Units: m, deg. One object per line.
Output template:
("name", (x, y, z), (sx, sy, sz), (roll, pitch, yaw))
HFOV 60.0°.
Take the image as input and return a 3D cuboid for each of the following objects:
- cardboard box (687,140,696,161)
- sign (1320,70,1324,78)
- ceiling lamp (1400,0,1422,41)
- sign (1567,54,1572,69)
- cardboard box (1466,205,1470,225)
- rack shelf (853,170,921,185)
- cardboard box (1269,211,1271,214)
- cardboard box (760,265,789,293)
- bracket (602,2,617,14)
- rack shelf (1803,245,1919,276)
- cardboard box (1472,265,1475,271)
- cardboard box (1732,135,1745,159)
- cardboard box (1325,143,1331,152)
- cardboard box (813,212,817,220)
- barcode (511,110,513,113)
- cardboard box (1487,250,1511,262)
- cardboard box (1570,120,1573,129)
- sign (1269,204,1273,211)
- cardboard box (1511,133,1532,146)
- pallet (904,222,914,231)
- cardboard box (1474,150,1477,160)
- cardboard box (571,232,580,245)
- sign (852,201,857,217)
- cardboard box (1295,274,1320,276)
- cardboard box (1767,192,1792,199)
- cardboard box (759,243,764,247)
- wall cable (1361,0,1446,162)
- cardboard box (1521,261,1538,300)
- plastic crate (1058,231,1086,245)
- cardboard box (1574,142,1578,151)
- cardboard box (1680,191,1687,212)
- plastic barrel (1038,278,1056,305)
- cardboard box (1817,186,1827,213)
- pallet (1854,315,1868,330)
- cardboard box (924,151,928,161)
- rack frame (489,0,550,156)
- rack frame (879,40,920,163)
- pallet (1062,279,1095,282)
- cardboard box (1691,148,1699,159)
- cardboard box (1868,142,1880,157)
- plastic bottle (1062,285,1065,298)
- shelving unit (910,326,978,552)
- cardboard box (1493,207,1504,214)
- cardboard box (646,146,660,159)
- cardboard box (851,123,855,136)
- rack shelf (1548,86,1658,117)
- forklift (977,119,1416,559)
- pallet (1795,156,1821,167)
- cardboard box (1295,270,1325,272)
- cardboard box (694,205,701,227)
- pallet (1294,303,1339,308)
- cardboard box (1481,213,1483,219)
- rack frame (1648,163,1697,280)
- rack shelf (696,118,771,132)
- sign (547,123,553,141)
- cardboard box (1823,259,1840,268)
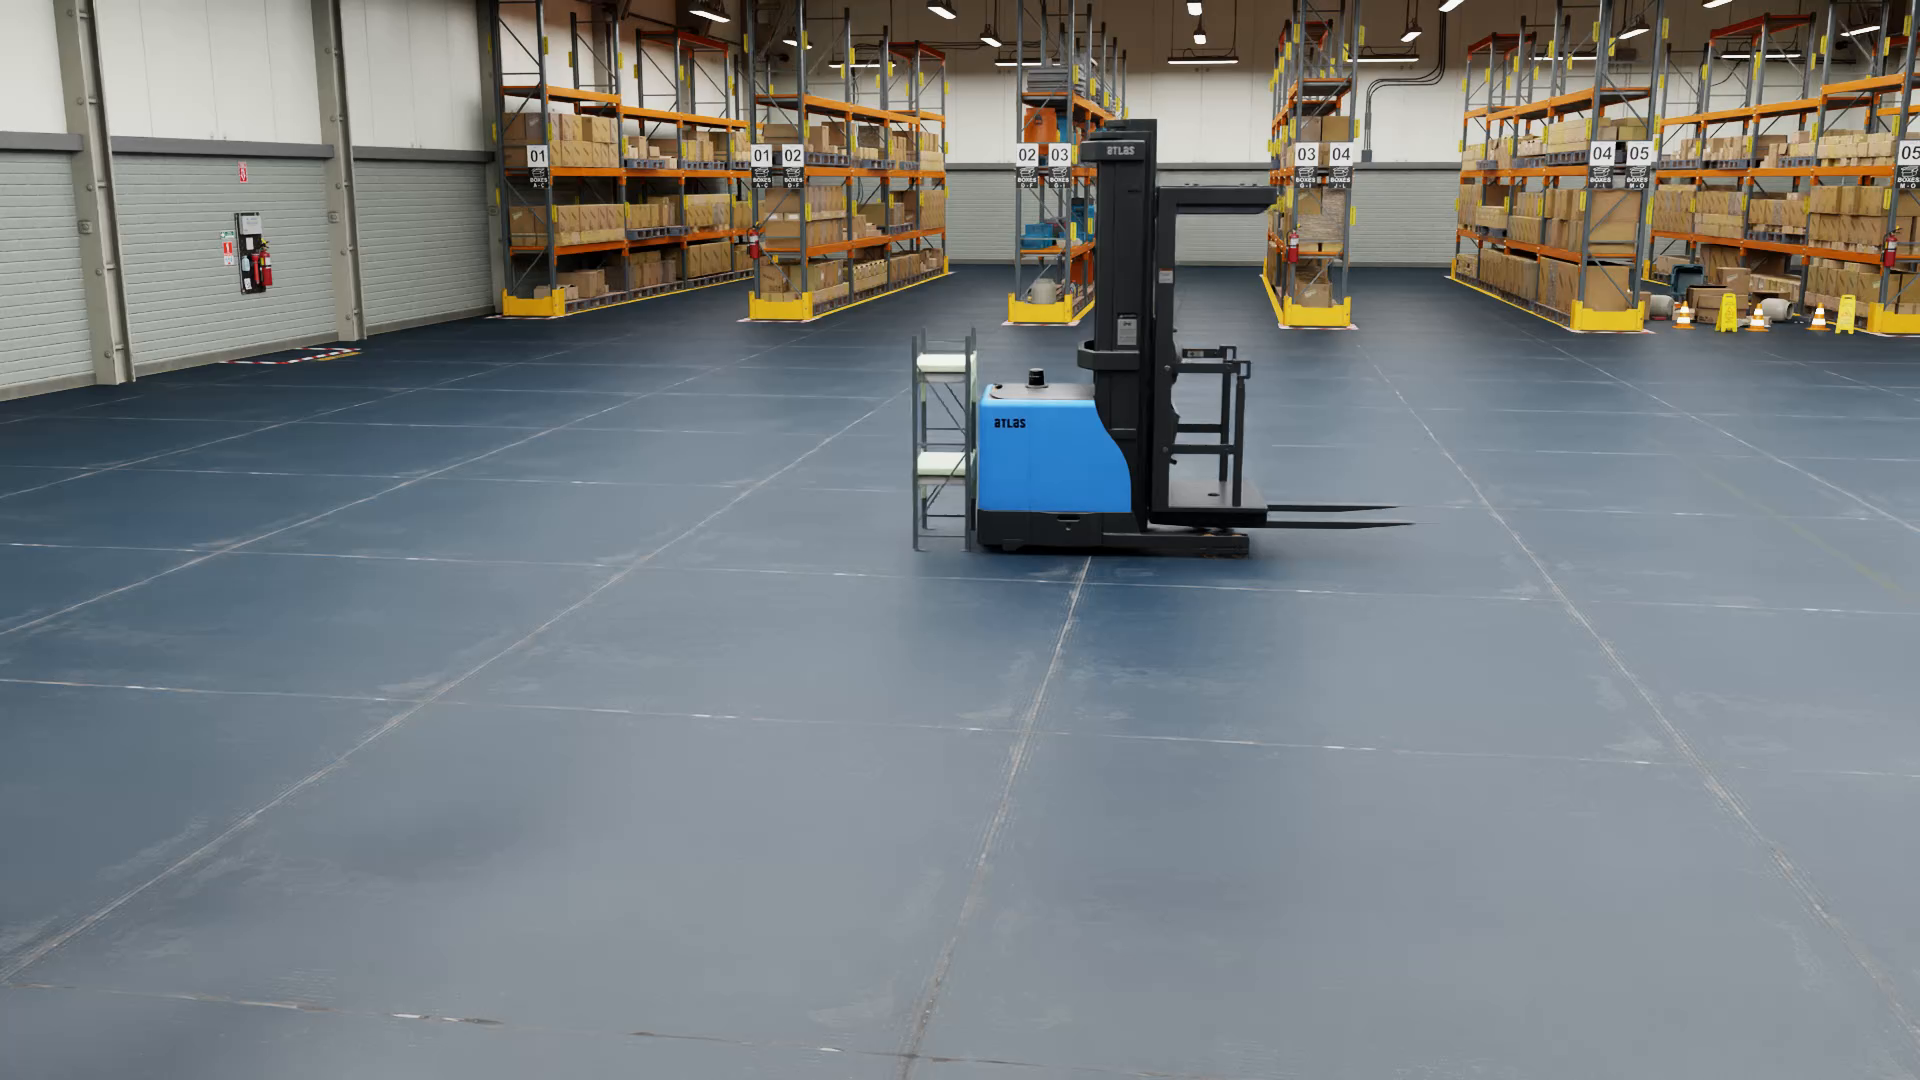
("cardboard box", (-6.894, -9.540, 40.739), (0.700, 0.500, 0.500), (3, 12, 12))
("sign", (8.797, -11.244, 40.403), (0.100, 0.325, 0.005), (2, 12, 9))
("ceiling lamp", (10.854, -13.354, 38.744), (0.800, 3.185, 2.000), (2, 12, 9))
("sign", (13.078, -10.266, 35.678), (0.100, 0.325, 0.005), (2, 12, 9))
("cardboard box", (13.200, -8.272, 42.313), (0.500, 0.500, 0.500), (2, 12, 7))
("rack shelf", (-1.837, -8.851, 40.533), (1.077, 0.370, 4.000), (2, 12, 9))
("cardboard box", (8.383, -8.799, 43.574), (0.500, 0.500, 0.500), (2, 12, 7))
("cardboard box", (-3.586, -5.004, 31.843), (0.500, 0.500, 0.500), (2, 12, 9))
("bracket", (-7.807, -11.832, 36.991), (0.235, 0.232, 0.430), (2, 12, 9))
("rack shelf", (16.513, -5.077, 30.138), (1.077, 0.370, 4.000), (2, 12, 9))
("cardboard box", (12.908, -6.739, 41.209), (0.380, 0.149, 0.250), (1, 12, 6))
("cardboard box", (17.400, -8.610, 36.472), (0.700, 0.500, 0.500), (1, 12, 6))
("cardboard box", (6.684, -6.971, 29.510), (0.380, 0.149, 0.250), (2, 12, 8))
("cardboard box", (-2.983, -6.255, 32.121), (0.380, 0.149, 0.250), (2, 12, 8))
("barcode", (-8.655, -8.276, 32.121), (0.001, 0.075, 0.075), (2, 12, 9))
("cardboard box", (12.607, -6.637, 38.828), (0.500, 0.250, 0.500), (2, 12, 11))
("cardboard box", (11.211, -7.485, 29.954), (0.380, 0.149, 0.250), (2, 12, 8))
("sign", (7.710, -8.311, 41.194), (0.100, 0.325, 0.005), (2, 12, 9))
("cardboard box", (12.335, -8.799, 36.527), (0.396, 0.266, 0.258), (2, 12, 9))
("pallet", (-1.760, -7.896, 41.970), (1.003, 0.211, 1.213), (2, 12, 9))
("cardboard box", (13.131, -9.608, 41.505), (0.500, 0.250, 0.500), (2, 12, 11))
("cardboard box", (-7.815, -5.951, 32.796), (0.500, 0.250, 0.500), (1, 12, 7))
("sign", (-2.211, -6.932, 34.796), (0.100, 0.325, 0.005), (2, 12, 9))
("cardboard box", (6.928, -5.067, 33.323), (0.500, 0.500, 0.500), (1, 12, 7))
("cardboard box", (17.753, -7.310, 36.182), (0.500, 0.500, 0.500), (1, 12, 7))
("cardboard box", (-5.696, -8.211, 46.371), (0.380, 0.149, 0.250), (2, 12, 10))
("wall cable", (13.149, -14.235, 49.048), (2.277, 5.999, 0.120), (2, 12, 9))
("cardboard box", (11.921, -5.222, 33.447), (1.050, 0.750, 0.750), (2, 12, 8))
("plastic crate", (2.233, -6.015, 33.135), (0.499, 0.251, 0.616), (2, 12, 9))
("cardboard box", (11.133, -6.988, 29.541), (0.380, 0.149, 0.250), (2, 12, 9))
("cardboard box", (17.937, -8.260, 40.592), (0.500, 0.500, 0.500), (2, 12, 8))
("plastic barrel", (1.622, -4.727, 31.715), (0.421, 0.512, 0.421), (0, 12, 0))
("cardboard box", (16.439, -6.338, 30.965), (0.700, 0.500, 0.500), (2, 12, 9))
("pallet", (16.377, -3.833, 29.277), (1.003, 0.211, 1.213), (2, 12, 9))
("cardboard box", (-1.134, -9.988, 43.268), (0.500, 0.250, 0.500), (2, 12, 9))
("rack frame", (-8.270, -8.747, 31.223), (1.000, 3.000, 0.127), (2, 12, 9))
("rack frame", (-1.529, -11.086, 42.073), (1.000, 3.000, 0.127), (2, 12, 9))
("pallet", (3.020, -6.215, 40.329), (1.003, 0.211, 1.213), (2, 12, 9))
("cardboard box", (17.833, -9.308, 40.030), (0.396, 0.266, 0.258), (2, 12, 10))
("cardboard box", (16.110, -6.770, 28.818), (0.500, 0.250, 0.500), (2, 12, 8))
("plastic bottle", (2.141, -5.026, 33.617), (0.152, 0.276, 0.135), (2, 12, 9))
("shelving unit", (-0.106, -0.733, 11.836), (0.431, 1.500, 0.755), (1, 12, 4))
("cardboard box", (12.233, -7.414, 37.462), (0.380, 0.149, 0.250), (2, 12, 10))
("cardboard box", (-7.330, -8.740, 38.015), (0.797, 0.503, 0.637), (4, 13, 17))
("cardboard box", (-2.561, -8.699, 35.697), (0.500, 0.500, 0.500), (3, 13, 14))
("rack shelf", (11.606, -7.953, 30.195), (1.077, 0.370, 4.000), (2, 12, 9))
("forklift", (1.655, -1.420, 11.627), (3.031, 2.935, 1.130), (1, 12, 4))
("pallet", (17.021, -7.344, 32.279), (1.213, 0.211, 1.003), (2, 12, 9))
("cardboard box", (7.236, -5.385, 34.749), (0.700, 0.500, 0.500), (2, 12, 8))
("cardboard box", (-6.622, -7.886, 40.473), (0.500, 0.500, 0.500), (2, 12, 11))
("pallet", (6.775, -4.407, 31.942), (1.003, 0.211, 1.213), (2, 12, 9))
("cardboard box", (12.513, -7.648, 39.257), (0.380, 0.149, 0.250), (1, 12, 6))
("rack frame", (18.666, -8.343, 43.586), (1.000, 3.000, 0.127), (2, 12, 9))
("rack shelf", (-6.117, -11.115, 44.864), (1.077, 0.370, 4.000), (2, 12, 9))
("sign", (-7.734, -7.691, 31.365), (0.100, 0.325, 0.005), (2, 12, 9))
("cardboard box", (16.307, -5.145, 30.955), (0.380, 0.149, 0.250), (2, 12, 11))
